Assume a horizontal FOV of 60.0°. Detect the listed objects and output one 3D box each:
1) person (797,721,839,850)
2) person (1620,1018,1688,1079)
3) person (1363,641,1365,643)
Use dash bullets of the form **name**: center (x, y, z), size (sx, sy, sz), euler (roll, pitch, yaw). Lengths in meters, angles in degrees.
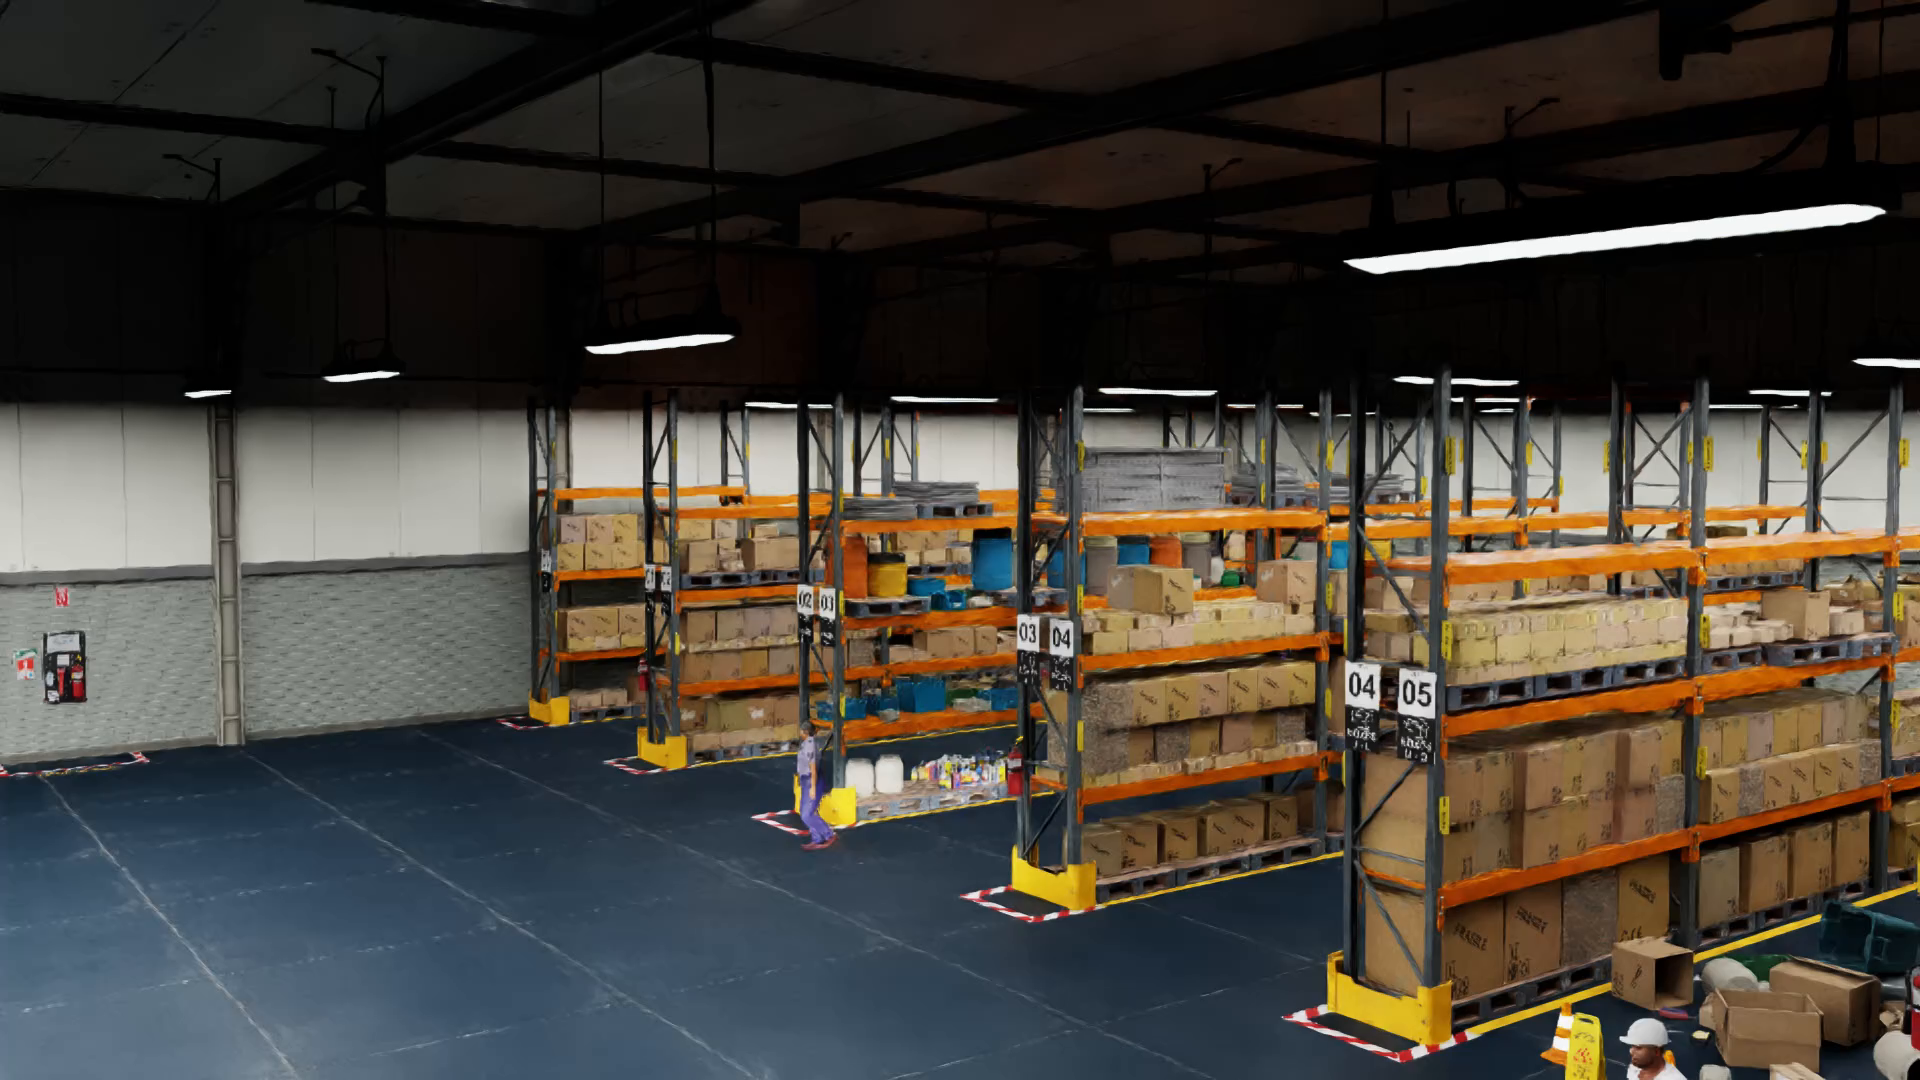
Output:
- **person**: center (-1.794, 3.108, 21.025), size (0.536, 1.637, 0.556), euler (0, 3, 1)
- **person**: center (4.157, 3.716, 9.982), size (0.954, 1.723, 0.620), euler (-1, 3, -12)
- **person**: center (9.253, 2.073, 37.606), size (0.727, 1.741, 0.534), euler (1, 3, 13)
